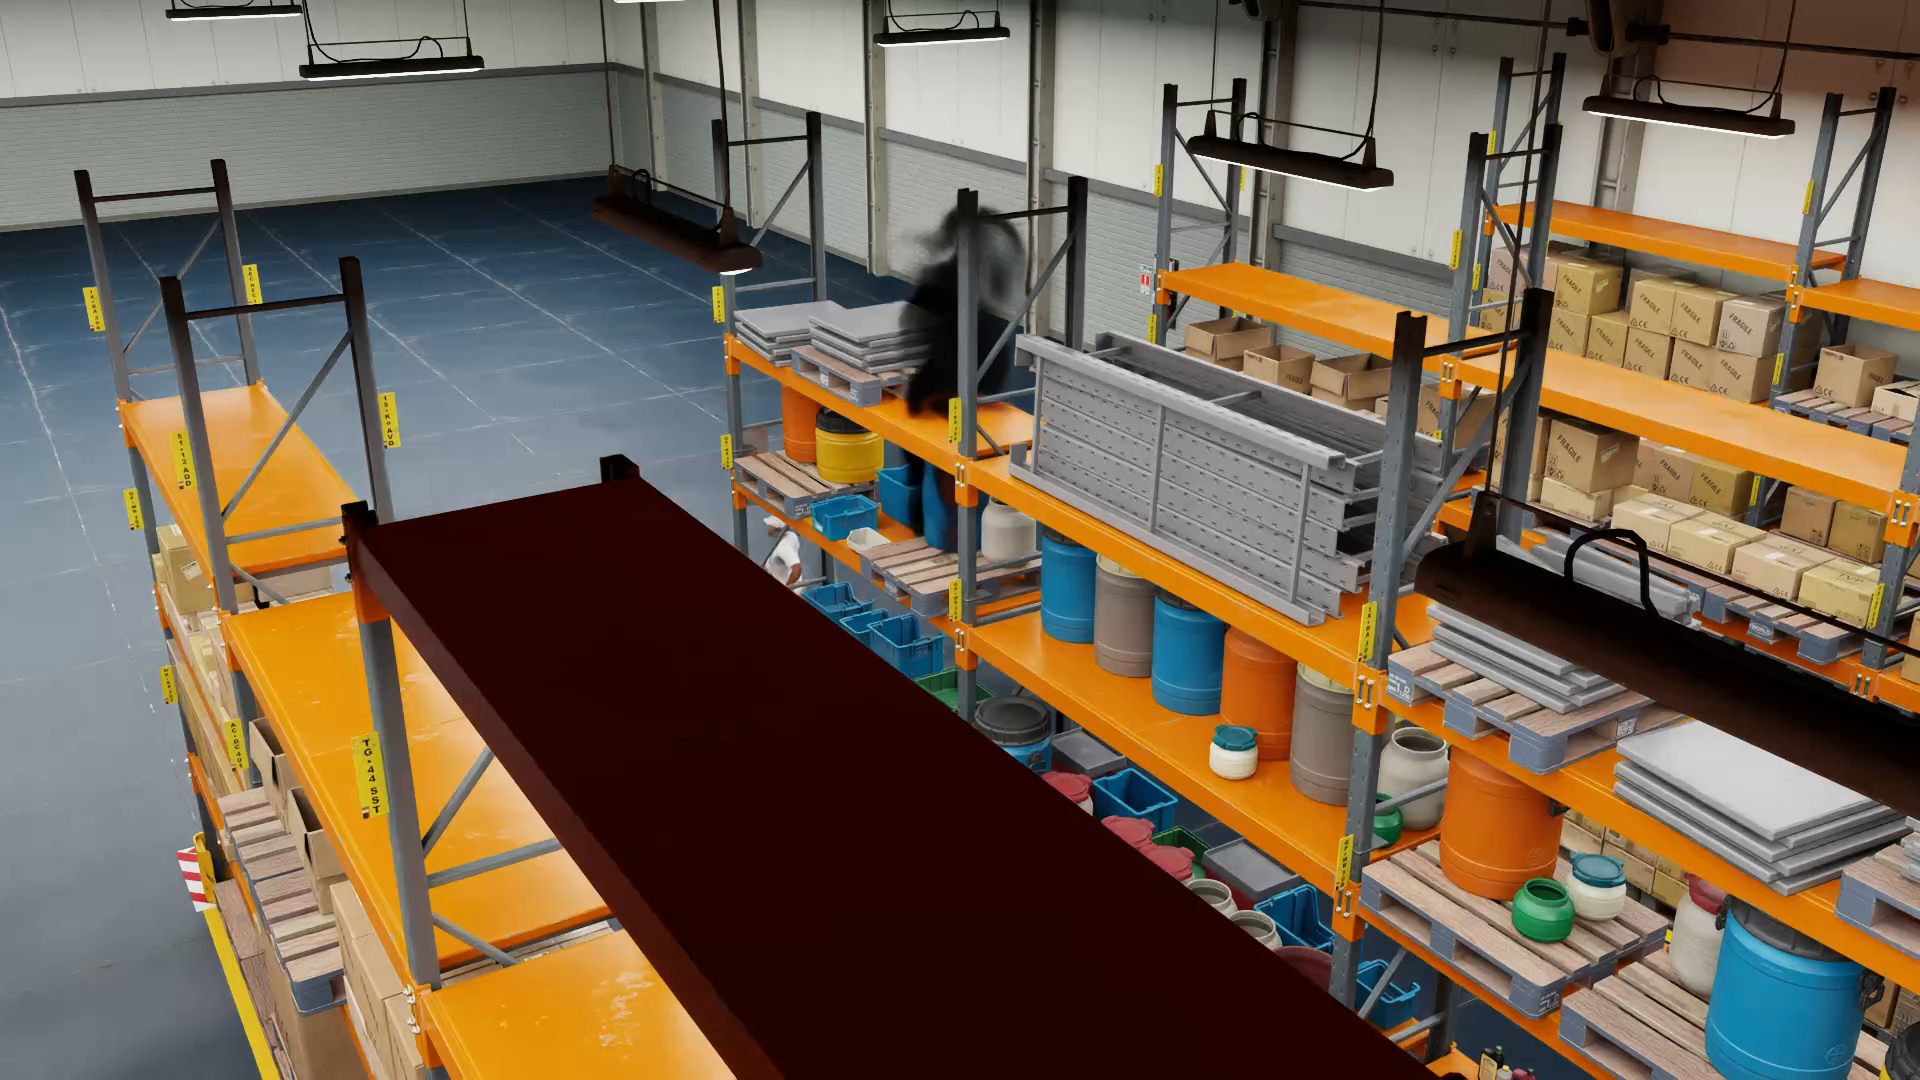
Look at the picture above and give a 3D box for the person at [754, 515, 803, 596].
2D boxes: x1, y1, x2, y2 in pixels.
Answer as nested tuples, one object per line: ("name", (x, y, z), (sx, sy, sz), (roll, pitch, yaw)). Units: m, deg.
("person", (-1.827, 0.565, 17.630), (0.782, 1.830, 0.717), (3, 22, 8))
